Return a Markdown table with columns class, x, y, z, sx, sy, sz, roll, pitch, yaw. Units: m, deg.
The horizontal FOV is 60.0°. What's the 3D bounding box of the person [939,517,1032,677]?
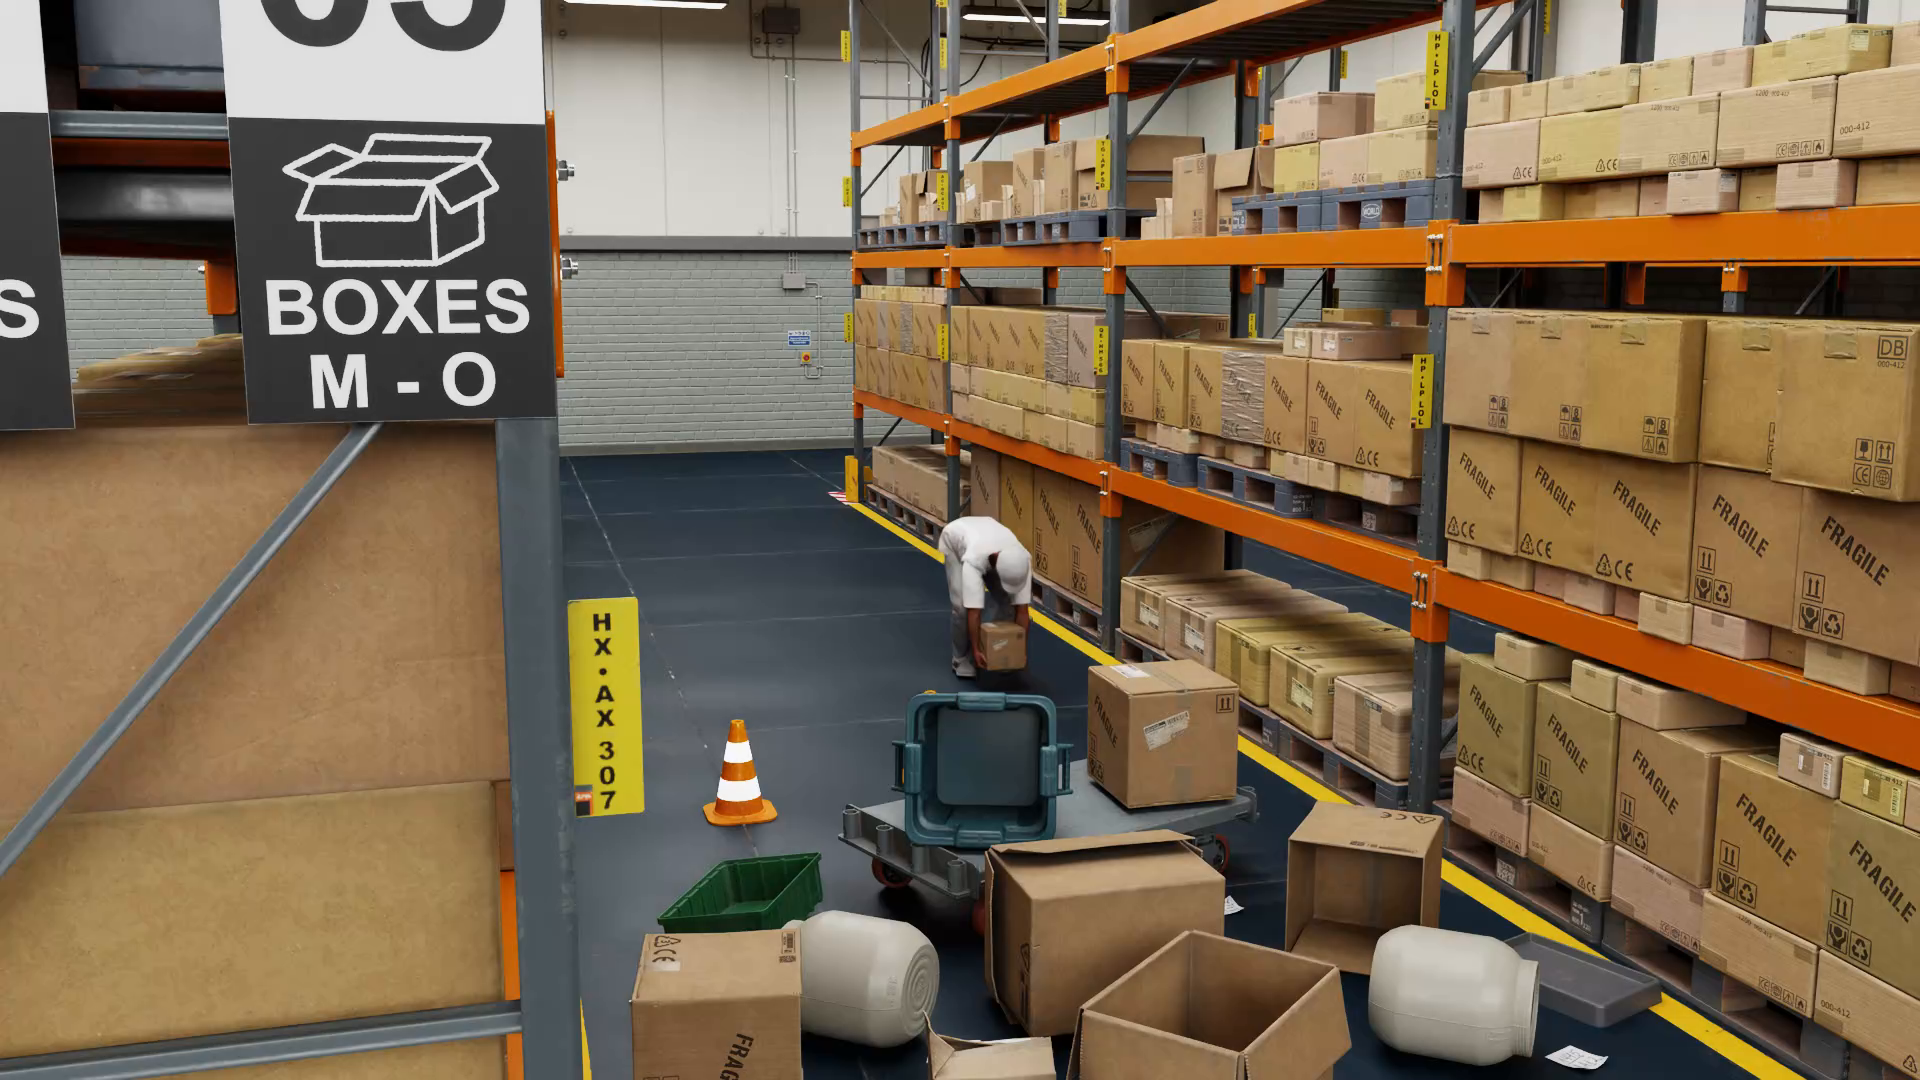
| class | x | y | z | sx | sy | sz | roll | pitch | yaw |
| --- | --- | --- | --- | --- | --- | --- | --- | --- | --- |
| person | 0.199 | 0.387 | 10.695 | 0.486 | 1.031 | 0.979 | -4 | 10 | -21 |
